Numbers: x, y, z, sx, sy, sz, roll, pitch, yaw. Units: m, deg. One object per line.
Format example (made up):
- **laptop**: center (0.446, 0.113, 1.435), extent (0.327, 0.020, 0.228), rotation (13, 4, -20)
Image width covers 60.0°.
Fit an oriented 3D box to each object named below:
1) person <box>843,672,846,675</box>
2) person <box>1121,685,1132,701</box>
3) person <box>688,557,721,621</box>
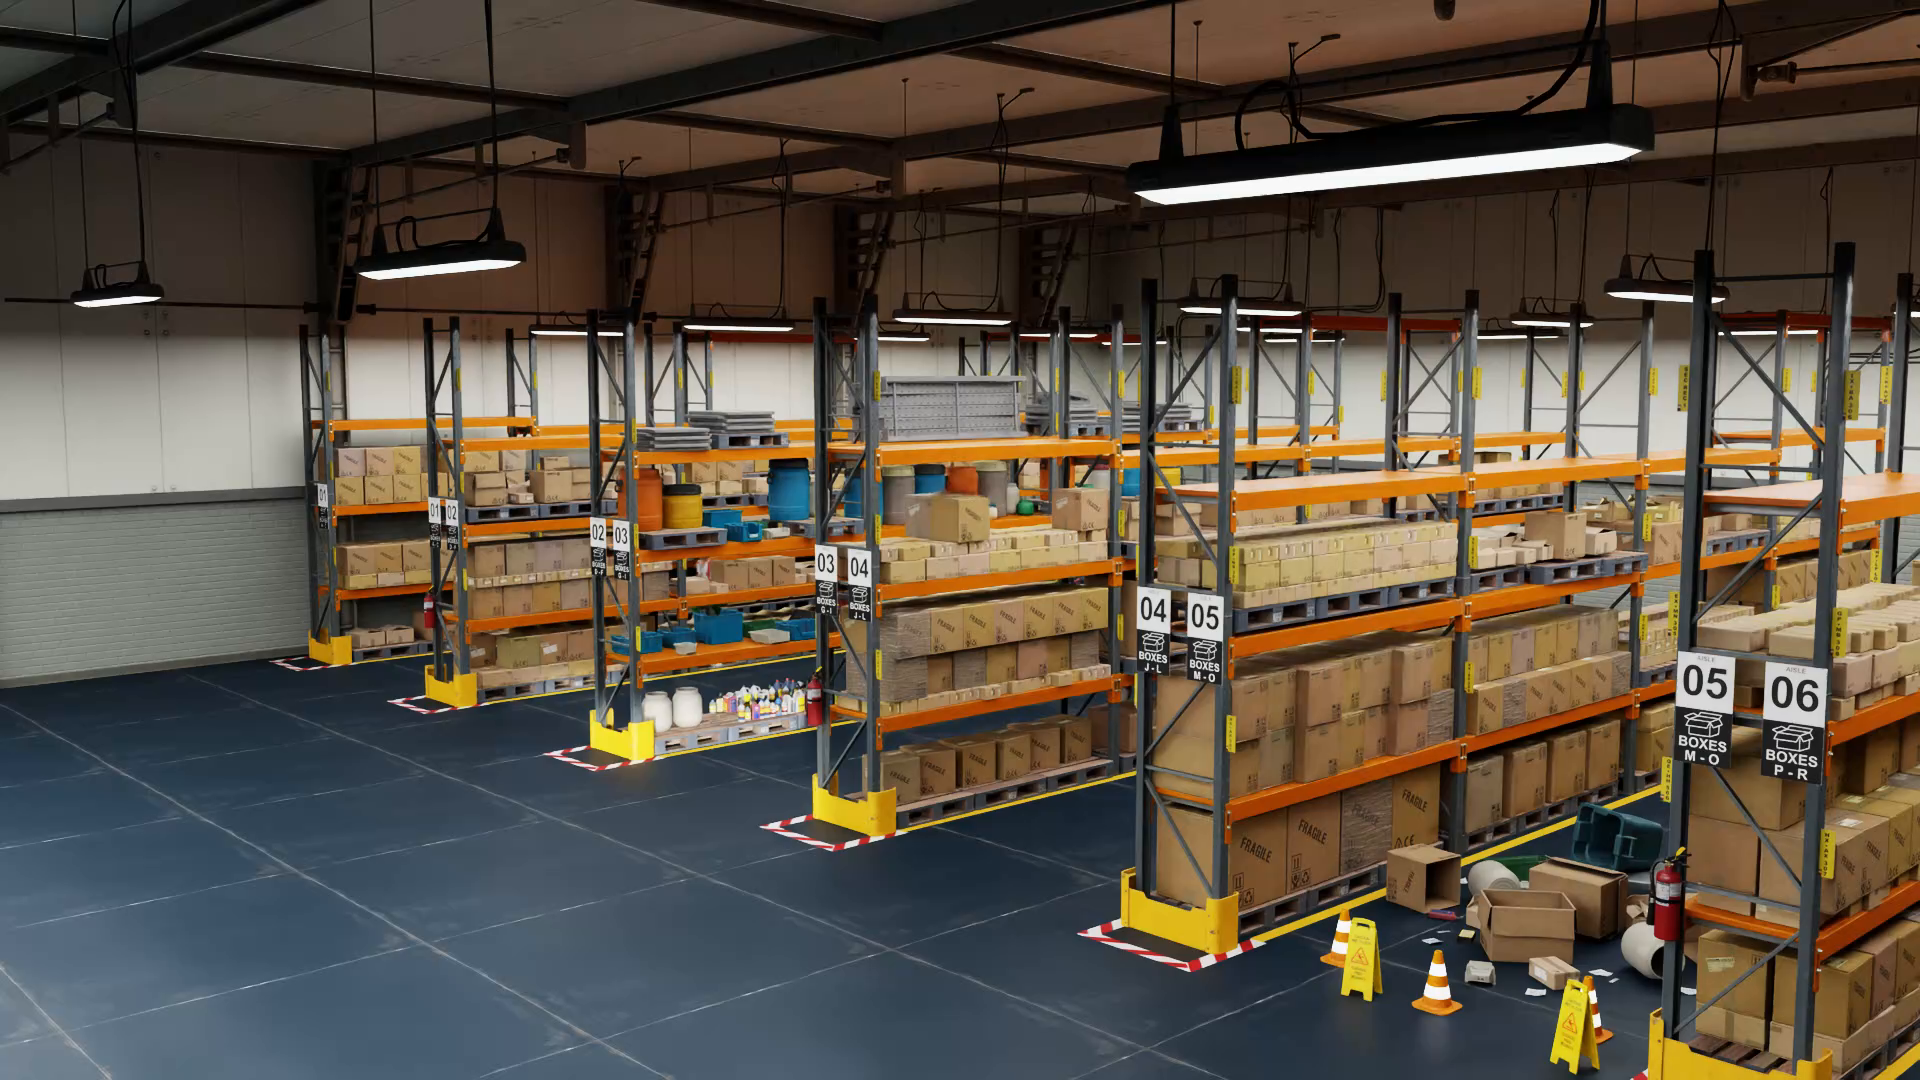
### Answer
- **person**: center (-1.652, 1.469, 28.504), extent (1.043, 1.603, 0.481), rotation (-5, 8, -43)
- **person**: center (2.544, 1.854, 24.302), extent (0.560, 1.724, 0.465), rotation (2, 6, 21)
- **person**: center (-5.087, 0.961, 32.779), extent (0.645, 1.721, 1.050), rotation (4, 7, 37)
